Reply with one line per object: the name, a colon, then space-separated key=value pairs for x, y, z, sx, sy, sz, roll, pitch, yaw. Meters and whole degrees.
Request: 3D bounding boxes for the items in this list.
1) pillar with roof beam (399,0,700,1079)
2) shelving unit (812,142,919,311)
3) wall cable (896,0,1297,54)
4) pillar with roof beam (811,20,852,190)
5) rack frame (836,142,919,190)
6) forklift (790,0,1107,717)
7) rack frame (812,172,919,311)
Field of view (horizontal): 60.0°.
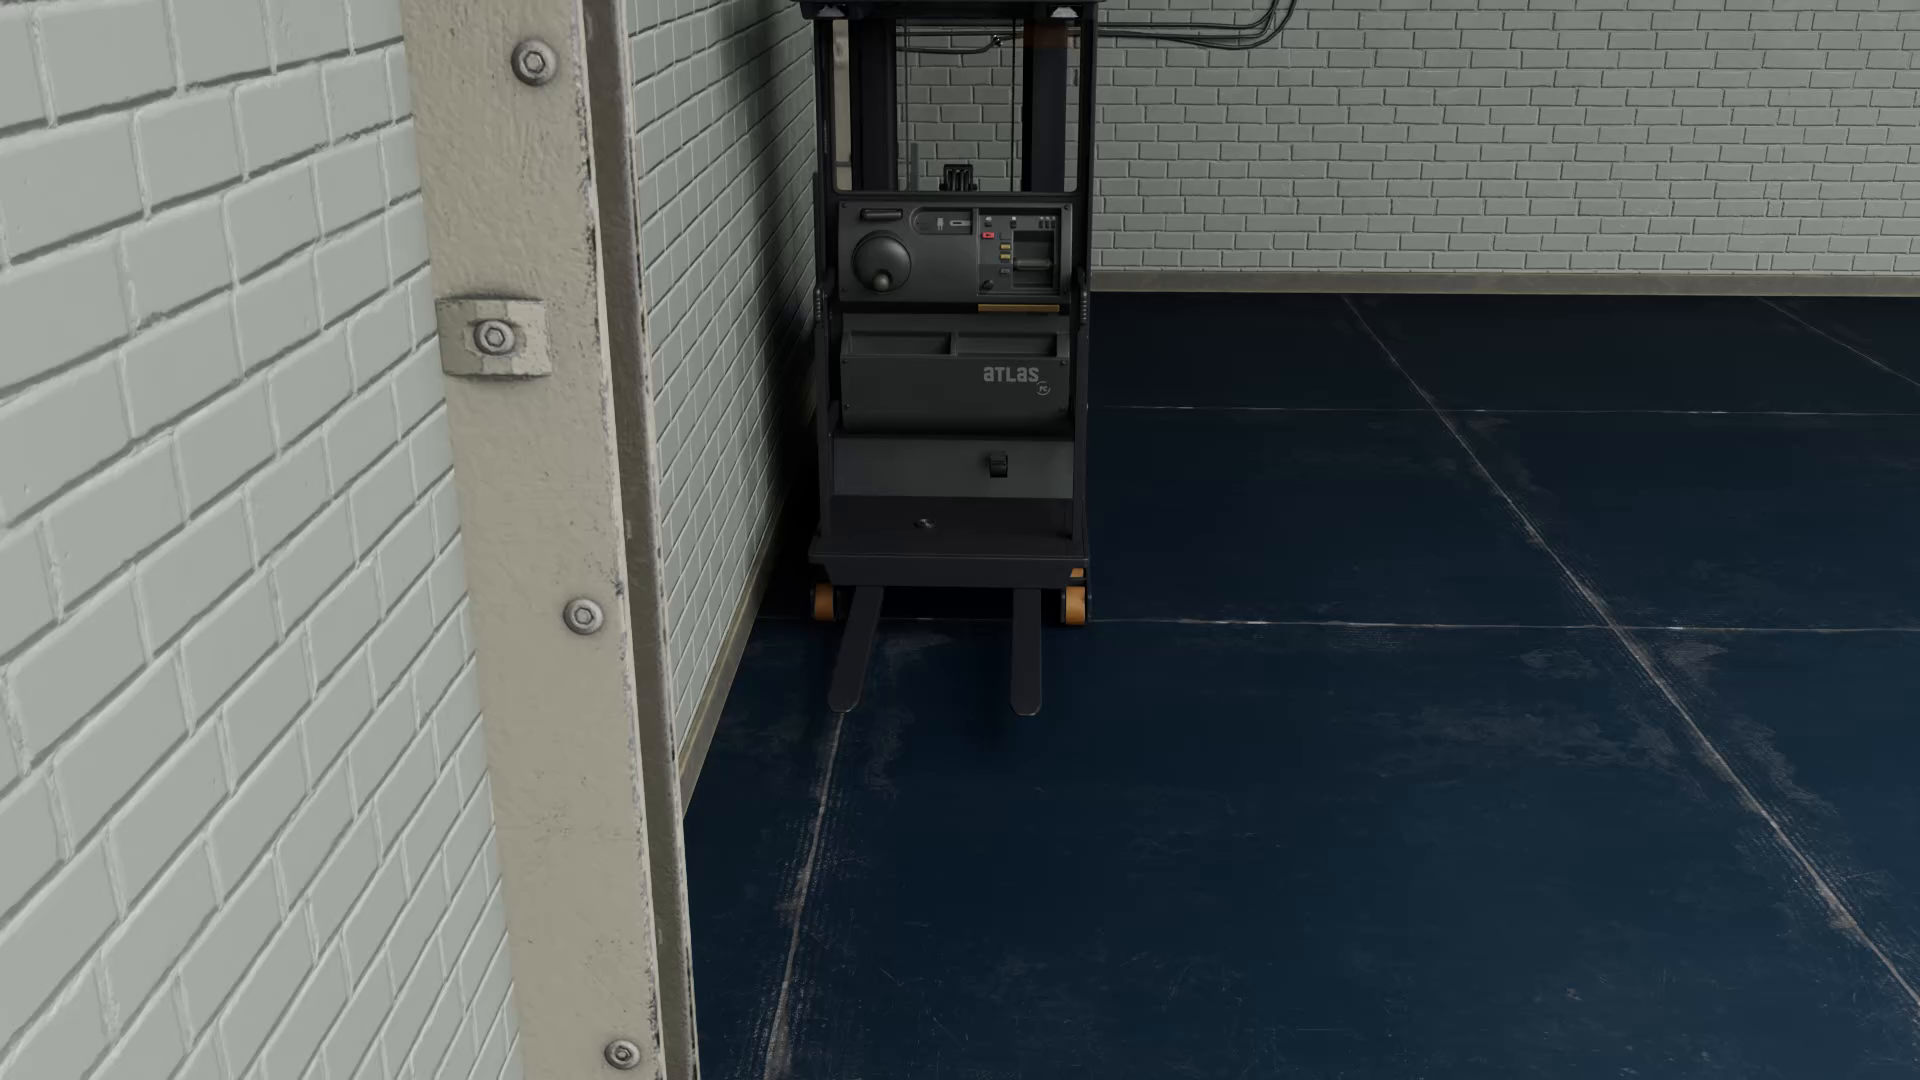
pillar with roof beam: x=3.502 y=-2.751 z=2.180 sx=9.100 sy=9.000 sz=0.400 roll=1 pitch=21 yaw=2
shelving unit: x=-0.454 y=-1.212 z=8.566 sx=0.538 sy=1.500 sz=1.048 roll=-1 pitch=21 yaw=-1
wall cable: x=0.793 y=-4.571 z=11.162 sx=3.097 sy=2.526 sz=0.112 roll=1 pitch=21 yaw=2
pillar with roof beam: x=3.685 y=-4.921 z=7.771 sx=9.100 sy=9.000 sz=0.400 roll=1 pitch=21 yaw=2
rack frame: x=-0.467 y=-1.395 z=9.040 sx=0.500 sy=1.500 sz=0.032 roll=-1 pitch=21 yaw=-1
forklift: x=-0.026 y=-1.139 z=6.412 sx=1.130 sy=2.935 sz=3.031 roll=1 pitch=21 yaw=2
rack frame: x=-0.442 y=-1.029 z=8.092 sx=0.500 sy=1.500 sz=0.032 roll=-1 pitch=21 yaw=-1
